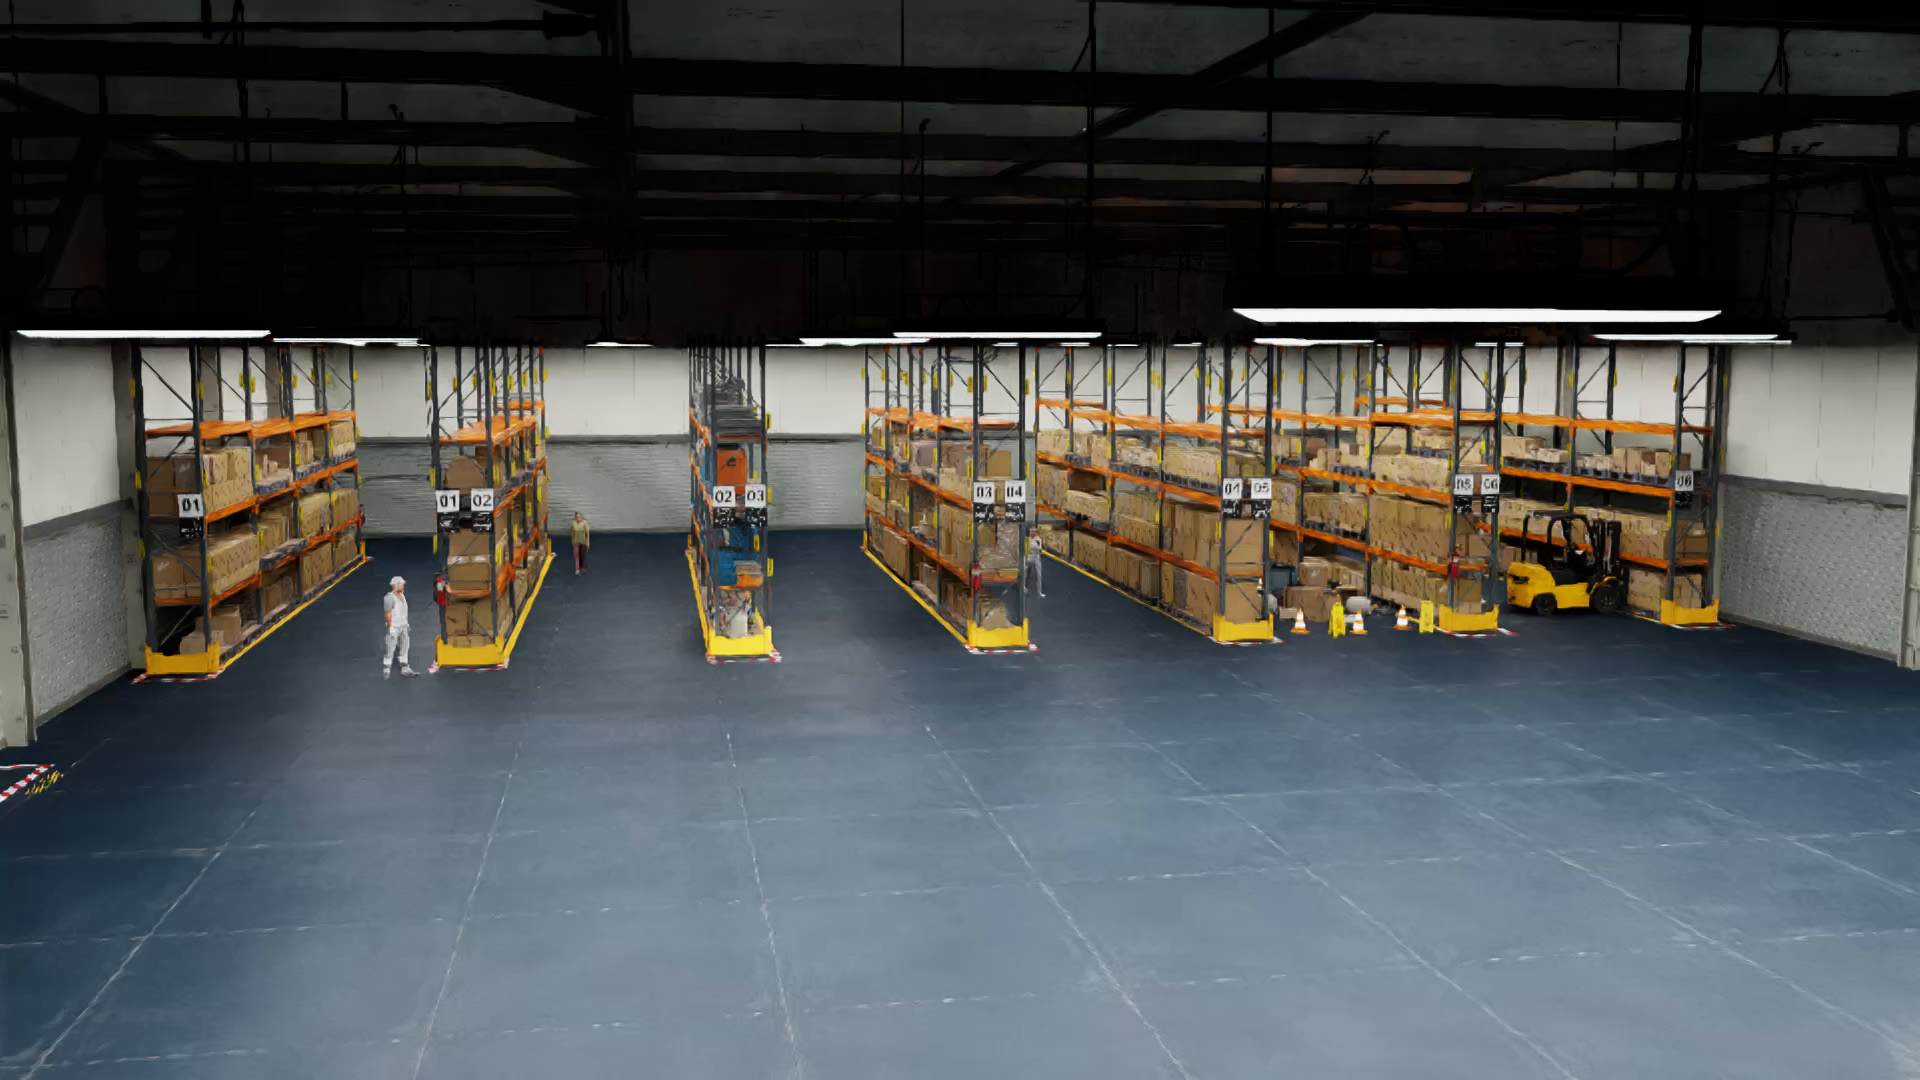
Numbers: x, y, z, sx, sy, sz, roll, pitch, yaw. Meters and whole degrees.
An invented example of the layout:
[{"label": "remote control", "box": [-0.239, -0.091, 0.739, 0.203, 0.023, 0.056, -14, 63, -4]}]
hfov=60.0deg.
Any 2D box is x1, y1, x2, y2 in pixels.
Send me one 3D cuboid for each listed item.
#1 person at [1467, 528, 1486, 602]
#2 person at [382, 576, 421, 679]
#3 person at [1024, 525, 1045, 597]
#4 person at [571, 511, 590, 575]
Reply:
[{"label": "person", "box": [11.741, 0.555, 37.766, 0.454, 1.674, 0.538, -5, 8, -37]}, {"label": "person", "box": [-9.804, 1.517, 28.969, 0.483, 1.794, 0.633, 2, 7, 18]}, {"label": "person", "box": [1.588, 0.450, 36.696, 0.495, 1.577, 1.091, -1, 7, -8]}, {"label": "person", "box": [-9.695, 0.051, 42.504, 0.456, 1.612, 1.019, -1, 7, -12]}]
